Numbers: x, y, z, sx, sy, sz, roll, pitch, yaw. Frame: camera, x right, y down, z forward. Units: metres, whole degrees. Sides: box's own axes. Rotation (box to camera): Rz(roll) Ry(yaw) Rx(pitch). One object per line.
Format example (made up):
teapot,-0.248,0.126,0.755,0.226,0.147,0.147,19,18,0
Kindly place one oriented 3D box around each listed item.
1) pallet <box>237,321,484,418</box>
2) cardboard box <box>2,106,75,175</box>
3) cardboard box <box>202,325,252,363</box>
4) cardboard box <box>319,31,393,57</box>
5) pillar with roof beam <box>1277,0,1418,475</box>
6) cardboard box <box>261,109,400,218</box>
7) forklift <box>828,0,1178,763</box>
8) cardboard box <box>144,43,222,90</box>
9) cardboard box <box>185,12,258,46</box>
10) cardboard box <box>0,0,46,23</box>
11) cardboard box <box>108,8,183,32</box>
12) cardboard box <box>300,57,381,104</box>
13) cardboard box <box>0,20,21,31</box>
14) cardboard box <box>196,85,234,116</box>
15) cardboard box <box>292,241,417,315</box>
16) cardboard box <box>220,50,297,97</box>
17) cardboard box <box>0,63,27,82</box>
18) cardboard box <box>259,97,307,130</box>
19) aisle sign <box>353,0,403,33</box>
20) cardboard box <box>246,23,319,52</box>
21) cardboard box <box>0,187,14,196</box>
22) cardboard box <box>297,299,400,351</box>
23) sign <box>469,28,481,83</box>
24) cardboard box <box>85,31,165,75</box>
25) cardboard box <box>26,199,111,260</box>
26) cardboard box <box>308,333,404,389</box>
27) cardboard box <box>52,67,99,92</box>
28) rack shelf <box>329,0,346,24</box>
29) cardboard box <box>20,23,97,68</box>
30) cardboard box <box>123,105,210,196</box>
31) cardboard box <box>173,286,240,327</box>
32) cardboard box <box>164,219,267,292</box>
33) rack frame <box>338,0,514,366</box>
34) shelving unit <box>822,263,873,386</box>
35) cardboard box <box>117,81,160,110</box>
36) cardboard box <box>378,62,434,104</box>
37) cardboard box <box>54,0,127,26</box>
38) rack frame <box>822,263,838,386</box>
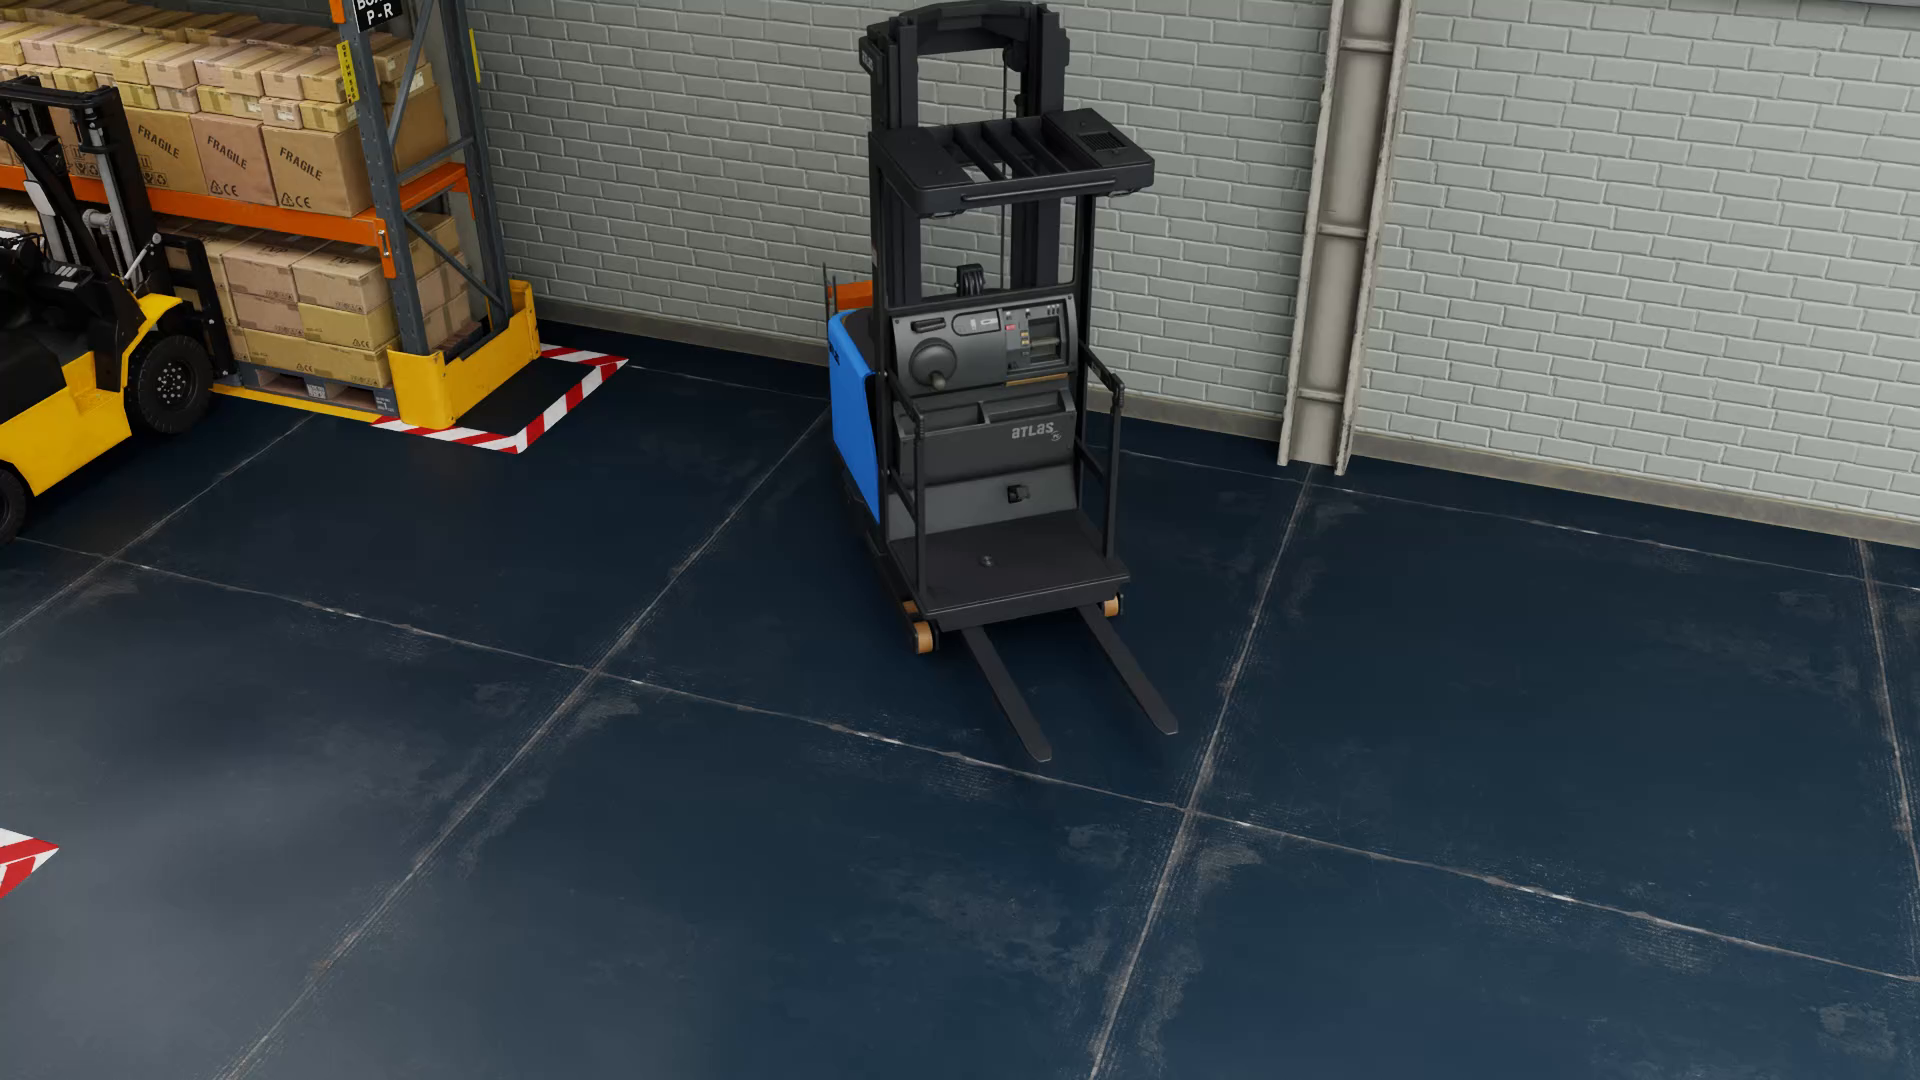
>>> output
pallet,-3.904,-1.212,10.900,1.213,0.211,1.003,11,34,16
cardboard box,-5.633,-2.645,10.457,0.500,0.500,0.500,11,34,16
cardboard box,-4.652,-1.402,10.773,0.500,0.250,0.500,11,35,17
cardboard box,-3.644,-2.955,10.065,0.250,0.149,0.380,12,35,18
pillar with roof beam,0.674,-2.076,4.138,0.400,9.000,9.100,11,34,16
cardboard box,-3.722,-2.262,9.865,0.500,0.500,0.500,10,34,15
forklift,0.195,-0.906,7.919,1.130,2.935,3.031,-10,34,-15
cardboard box,-4.569,-2.800,9.825,0.250,0.149,0.380,12,35,18
cardboard box,-4.601,-3.167,10.394,0.250,0.149,0.380,10,34,15
cardboard box,-6.058,-3.423,10.790,0.250,0.149,0.380,11,34,16
cardboard box,-5.111,-3.219,10.473,0.250,0.149,0.380,12,35,18
cardboard box,-3.579,-2.662,9.611,0.250,0.149,0.380,11,34,17
cardboard box,-6.008,-3.083,10.263,0.250,0.149,0.380,12,35,18
cardboard box,-4.295,-2.661,9.884,0.250,0.149,0.380,11,34,16
cardboard box,-3.709,-1.631,10.204,0.500,0.250,0.500,12,35,18
cardboard box,-4.077,-2.725,9.709,0.250,0.149,0.380,12,35,18
cardboard box,-5.772,-2.906,10.264,0.250,0.149,0.380,11,34,16
cardboard box,-3.842,-2.531,9.682,0.250,0.149,0.380,12,35,17
aisle sign,-3.208,-3.195,9.004,0.004,0.787,0.394,11,34,16
cardboard box,-4.131,-3.034,10.187,0.250,0.149,0.380,11,35,17
cardboard box,-6.586,-2.189,11.069,0.500,0.250,0.500,10,34,16
cardboard box,-3.734,-1.425,10.347,0.500,0.250,0.500,11,34,16
sign,-2.978,-2.944,10.141,0.005,0.325,0.100,11,34,16
cardboard box,-5.025,-2.940,10.041,0.250,0.149,0.380,12,35,17
cardboard box,-5.636,-2.005,10.784,0.500,0.250,0.500,12,35,18
cardboard box,-3.719,-1.210,10.475,0.500,0.250,0.500,11,35,17
cardboard box,-5.276,-2.825,10.138,0.250,0.149,0.380,10,34,15
rack shelf,-5.053,-3.588,9.908,4.000,0.370,1.077,11,34,16
cardboard box,-5.497,-3.031,10.182,0.250,0.149,0.380,11,34,16
cardboard box,-4.690,-2.456,10.164,0.500,0.500,0.500,10,34,16
cardboard box,-4.696,-1.606,10.627,0.500,0.250,0.500,10,34,15
cardboard box,-4.670,-1.809,10.480,0.500,0.250,0.500,11,35,17
rack frame,-3.170,-2.264,9.960,0.127,3.000,1.000,11,34,16
shelving unit,-0.492,-1.038,9.702,0.503,1.200,0.258,-10,30,-16
cardboard box,-4.807,-2.722,9.978,0.250,0.149,0.380,11,35,17
cardboard box,-3.402,-2.774,10.058,0.250,0.149,0.380,10,34,15
cardboard box,-5.563,-3.352,10.679,0.250,0.149,0.380,10,34,16
rack frame,-0.723,-0.996,9.637,0.015,1.200,0.240,-10,30,-16
